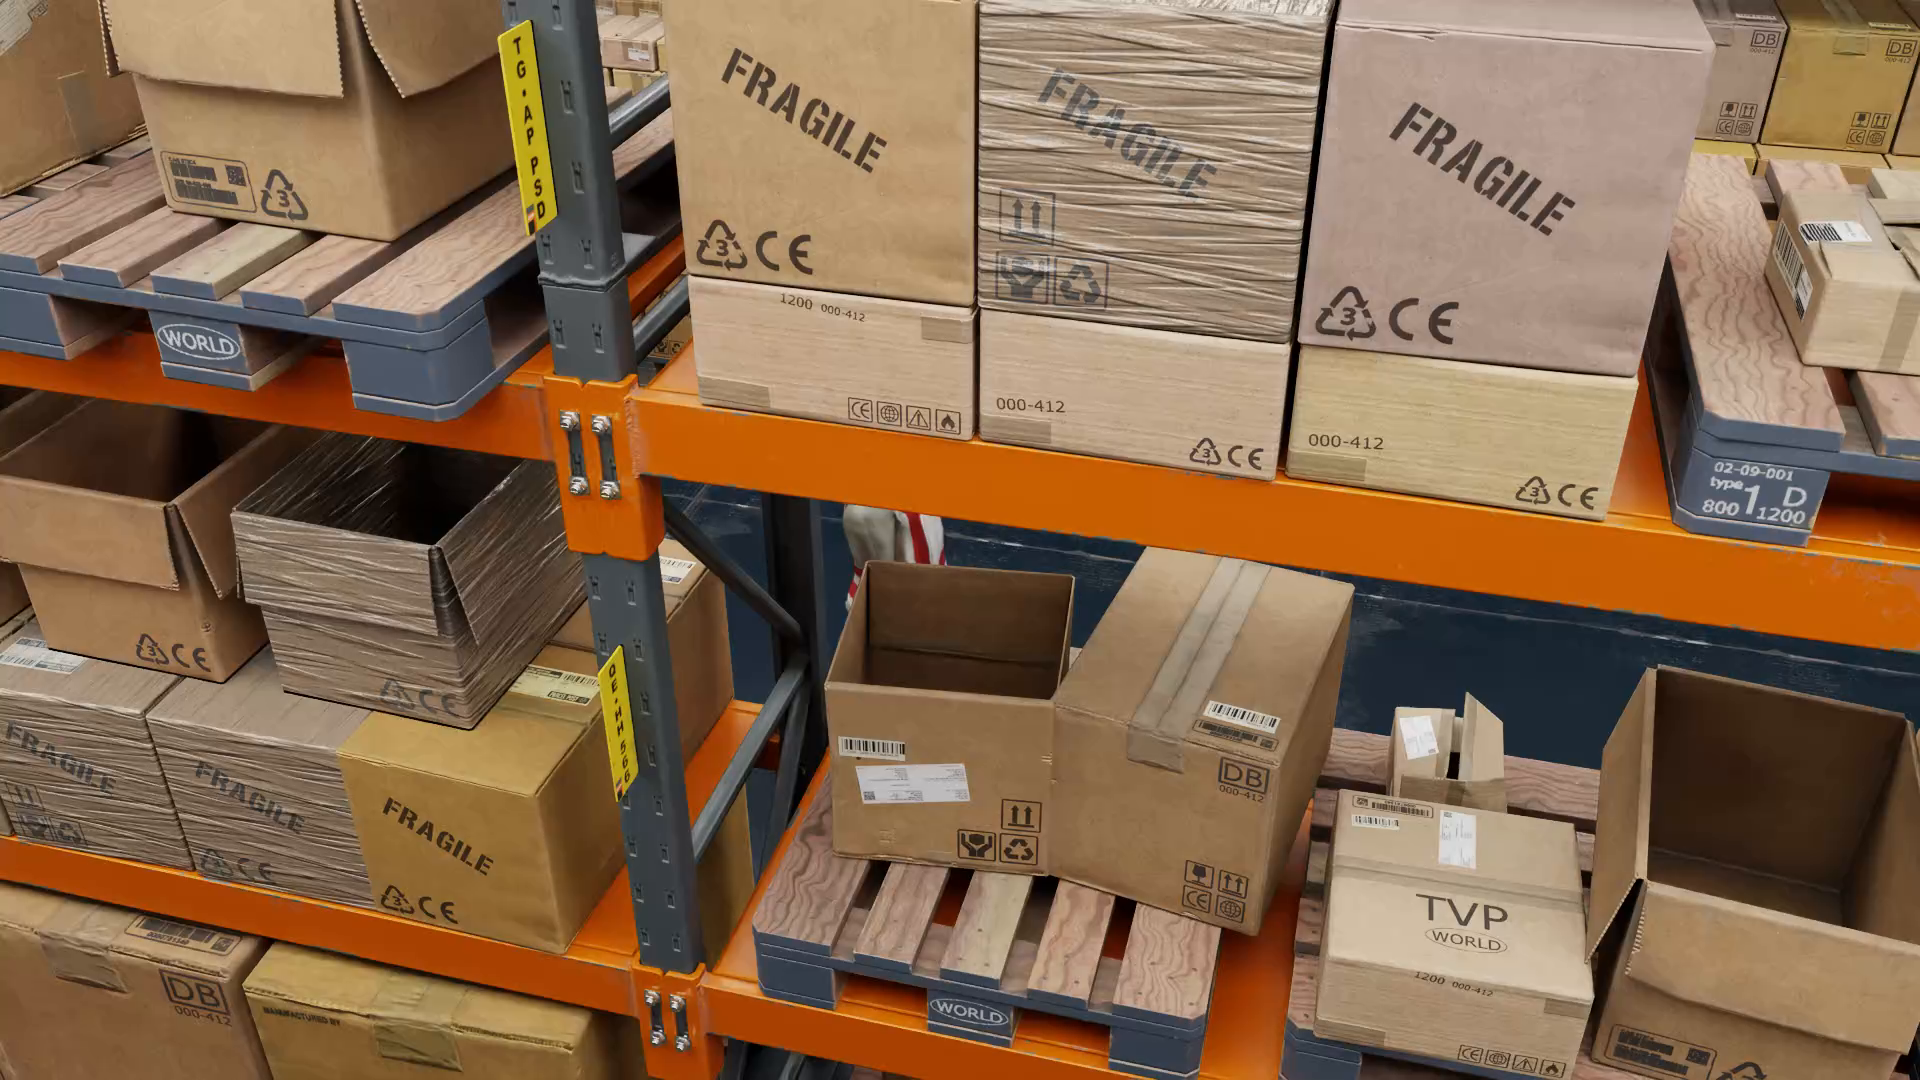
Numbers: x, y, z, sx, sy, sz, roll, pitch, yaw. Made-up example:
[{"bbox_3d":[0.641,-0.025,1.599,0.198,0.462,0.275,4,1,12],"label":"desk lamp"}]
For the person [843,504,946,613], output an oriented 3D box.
[{"bbox_3d":[-0.281,0.220,5.779,0.450,1.779,0.619,6,33,9],"label":"person"}]
